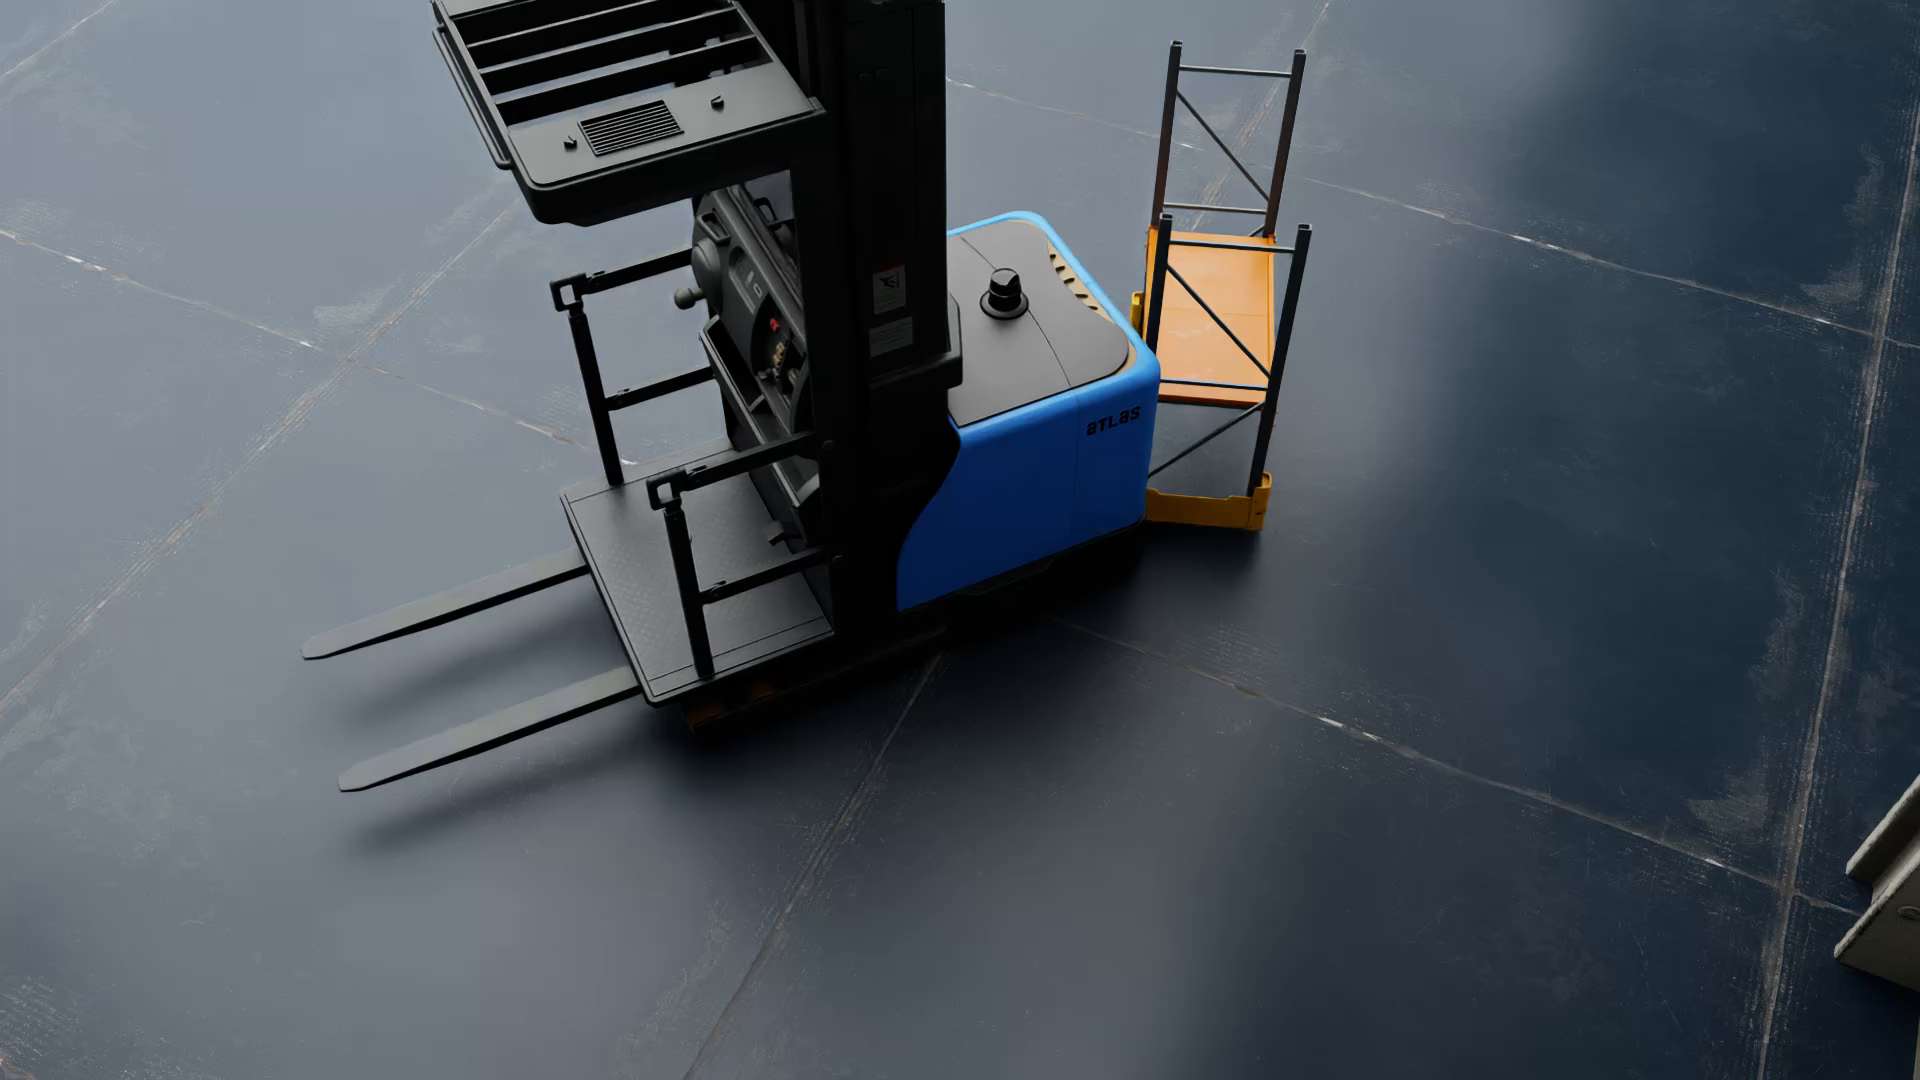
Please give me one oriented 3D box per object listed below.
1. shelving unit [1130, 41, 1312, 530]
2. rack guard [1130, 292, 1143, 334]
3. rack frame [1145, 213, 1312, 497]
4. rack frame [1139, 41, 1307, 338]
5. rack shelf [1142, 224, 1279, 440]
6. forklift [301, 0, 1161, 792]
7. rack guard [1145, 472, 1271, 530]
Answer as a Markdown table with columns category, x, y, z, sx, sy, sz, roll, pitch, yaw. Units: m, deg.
| category | x | y | z | sx | sy | sz | roll | pitch | yaw |
| --- | --- | --- | --- | --- | --- | --- | --- | --- | --- |
| shelving unit | 0.971 | -0.957 | 6.395 | 0.587 | 1.500 | 1.083 | 5 | 50 | 4 |
| rack guard | 1.029 | -0.929 | 7.191 | 0.587 | 0.250 | 0.087 | 5 | 50 | 4 |
| rack frame | 0.911 | -0.566 | 6.062 | 0.500 | 1.500 | 0.032 | 5 | 50 | 4 |
| rack frame | 1.029 | -1.335 | 6.716 | 0.500 | 1.500 | 0.032 | 5 | 50 | 4 |
| rack shelf | 0.970 | -0.834 | 6.526 | 0.538 | 0.185 | 1.000 | 5 | 50 | 4 |
| forklift | -0.850 | -0.692 | 5.229 | 3.031 | 2.935 | 1.130 | -20 | 53 | -16 |
| rack guard | 0.913 | -0.175 | 6.550 | 0.587 | 0.250 | 0.087 | 5 | 50 | 4 |
